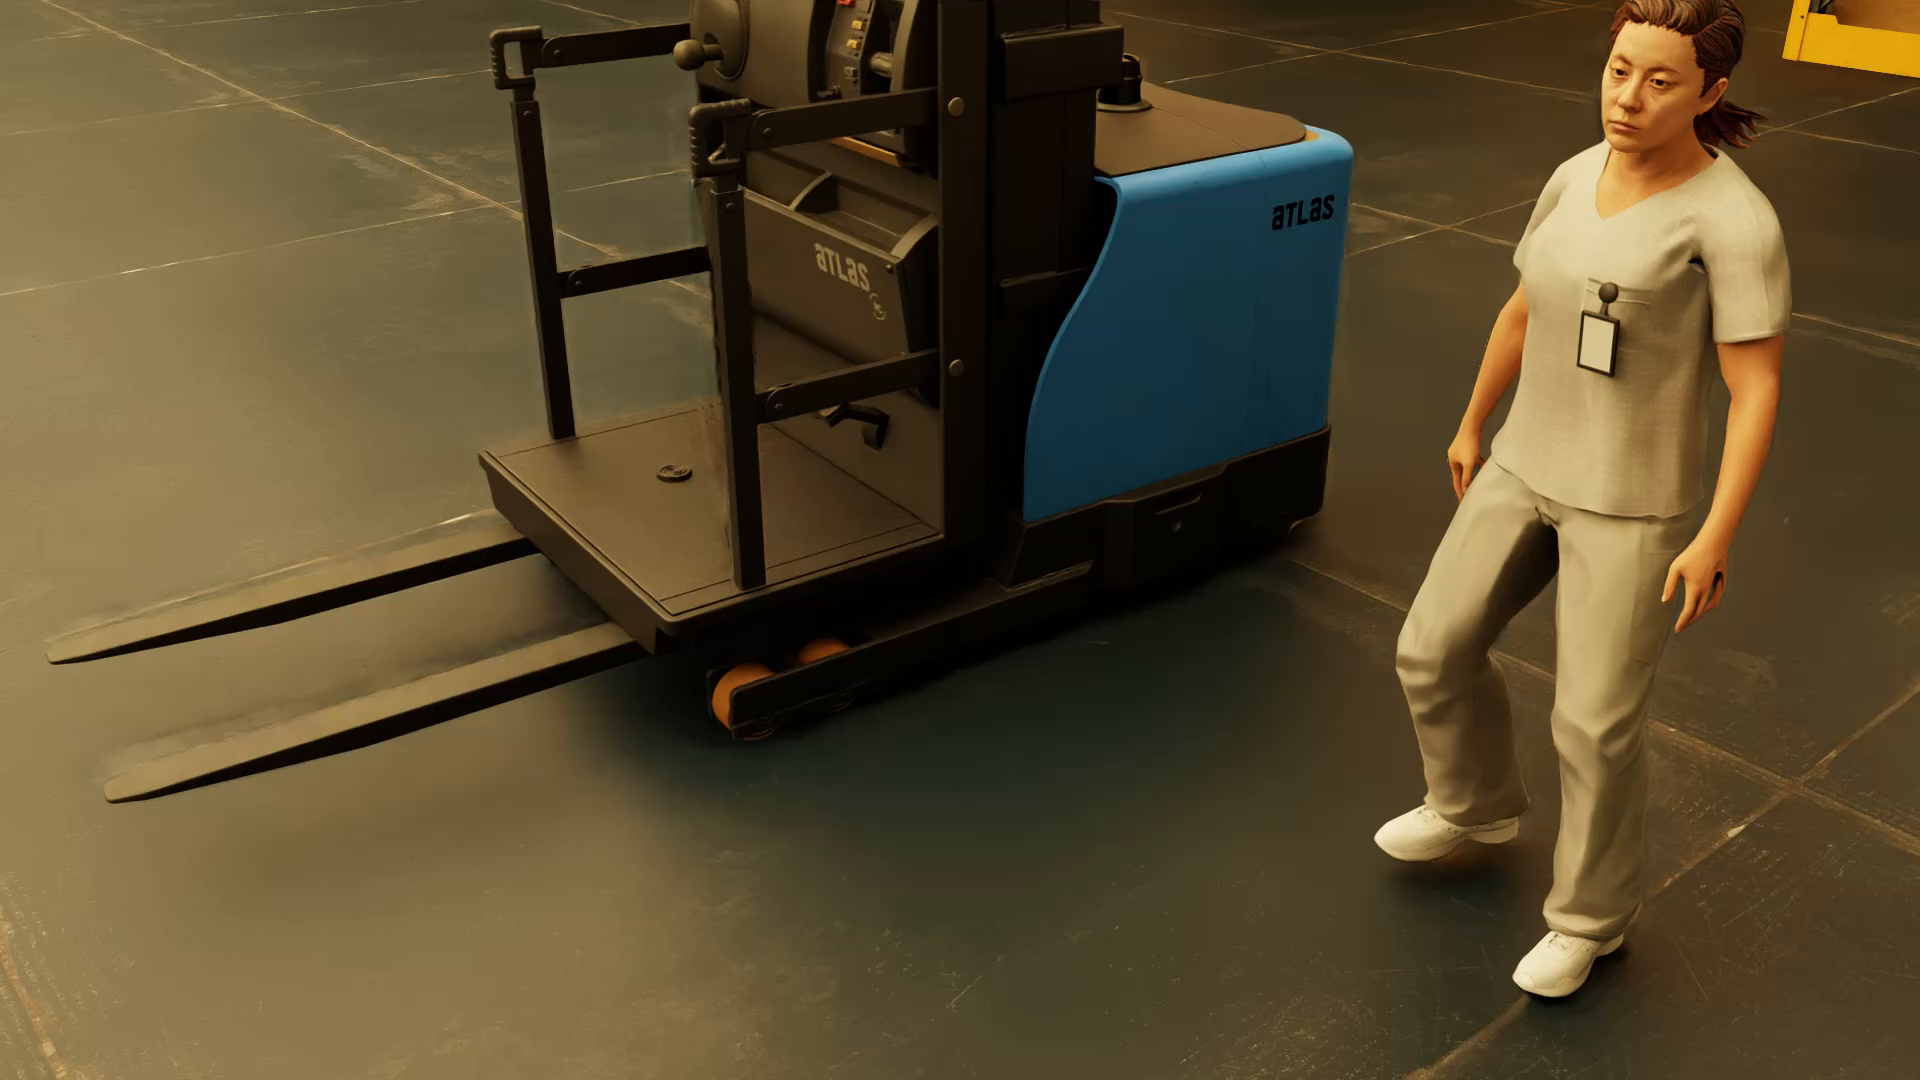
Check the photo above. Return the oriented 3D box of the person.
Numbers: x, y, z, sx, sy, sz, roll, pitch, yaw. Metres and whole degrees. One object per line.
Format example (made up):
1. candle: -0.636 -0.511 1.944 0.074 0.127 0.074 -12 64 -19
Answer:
1. person: 1.037 -0.071 2.775 0.405 1.660 0.613 -14 30 -27

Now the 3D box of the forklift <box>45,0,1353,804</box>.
1. forklift: -0.510 -1.143 3.507 3.031 2.935 1.130 -17 31 -31
